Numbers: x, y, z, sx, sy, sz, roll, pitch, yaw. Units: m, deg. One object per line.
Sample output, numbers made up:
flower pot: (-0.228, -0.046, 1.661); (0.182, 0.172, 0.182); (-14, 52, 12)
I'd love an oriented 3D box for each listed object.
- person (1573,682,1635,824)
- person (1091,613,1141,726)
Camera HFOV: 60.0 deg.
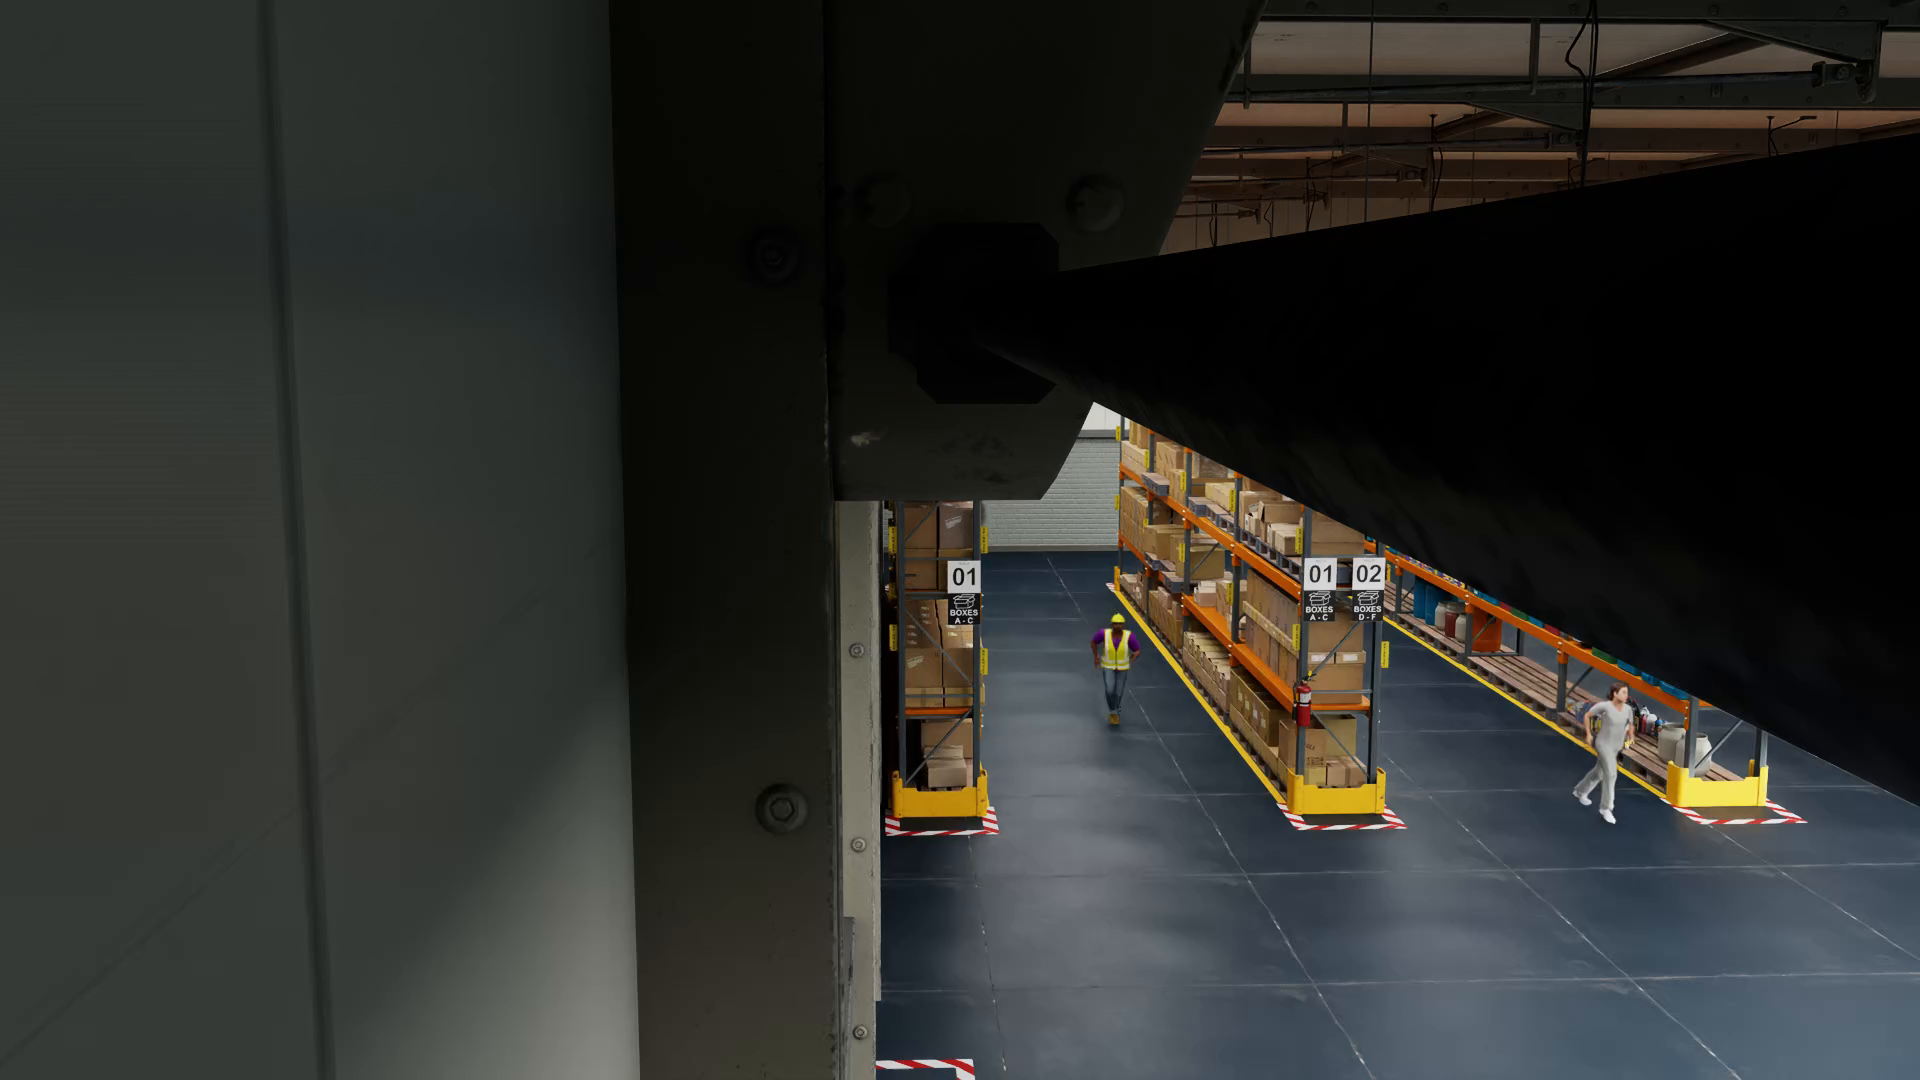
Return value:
person: (7.987, 2.549, 20.499); (0.613, 1.645, 0.913); (-3, 9, -22)
person: (2.341, 1.932, 24.886); (0.724, 1.725, 0.773); (0, 8, -1)
